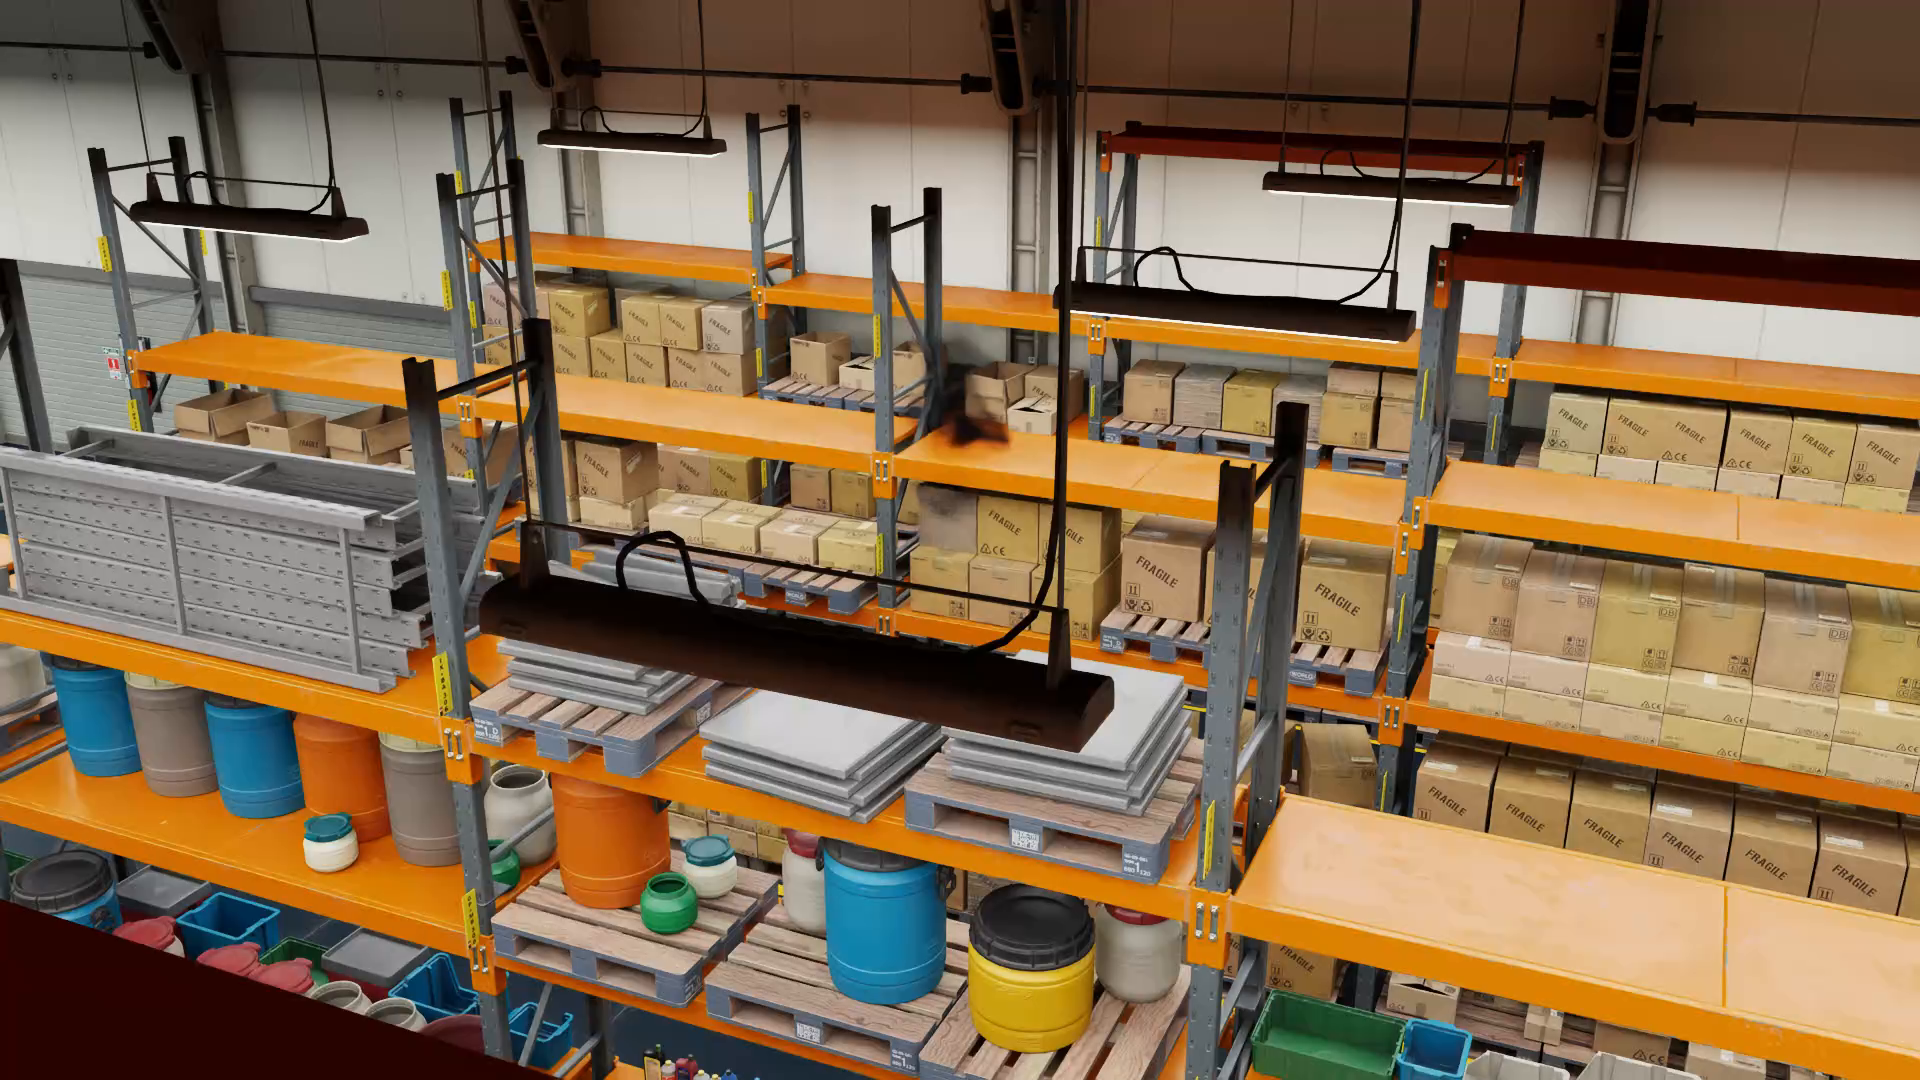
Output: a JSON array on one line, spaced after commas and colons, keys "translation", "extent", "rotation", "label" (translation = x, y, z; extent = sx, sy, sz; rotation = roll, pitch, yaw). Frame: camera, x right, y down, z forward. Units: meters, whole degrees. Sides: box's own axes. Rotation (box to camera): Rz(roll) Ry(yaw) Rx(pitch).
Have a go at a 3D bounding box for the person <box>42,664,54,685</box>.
[{"translation": [-9.884, 1.071, 17.345], "extent": [0.908, 1.814, 0.713], "rotation": [-12, 24, -30], "label": "person"}]
